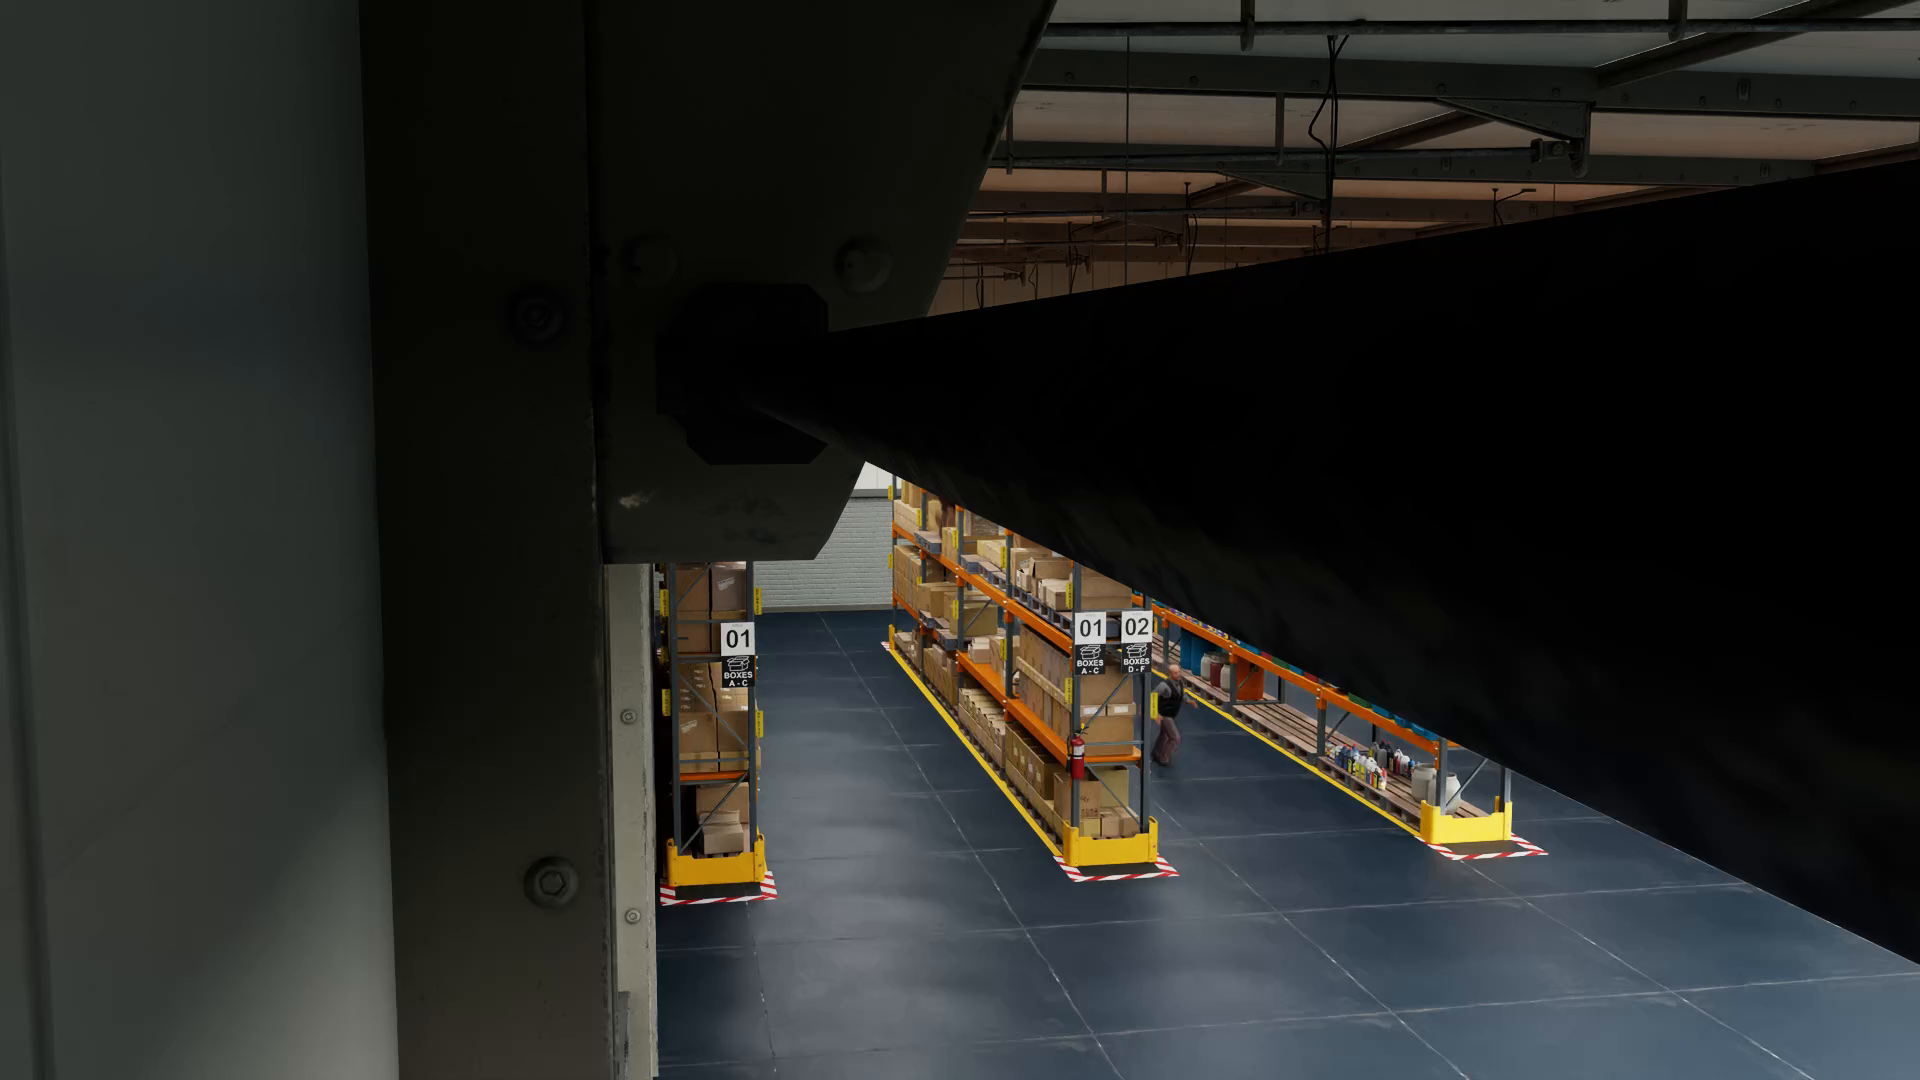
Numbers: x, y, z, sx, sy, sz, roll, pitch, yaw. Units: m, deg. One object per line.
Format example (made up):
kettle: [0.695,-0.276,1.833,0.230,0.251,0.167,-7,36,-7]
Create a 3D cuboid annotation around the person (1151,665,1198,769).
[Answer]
person: [3.285,2.752,25.879,0.835,1.680,0.676,4,7,30]
